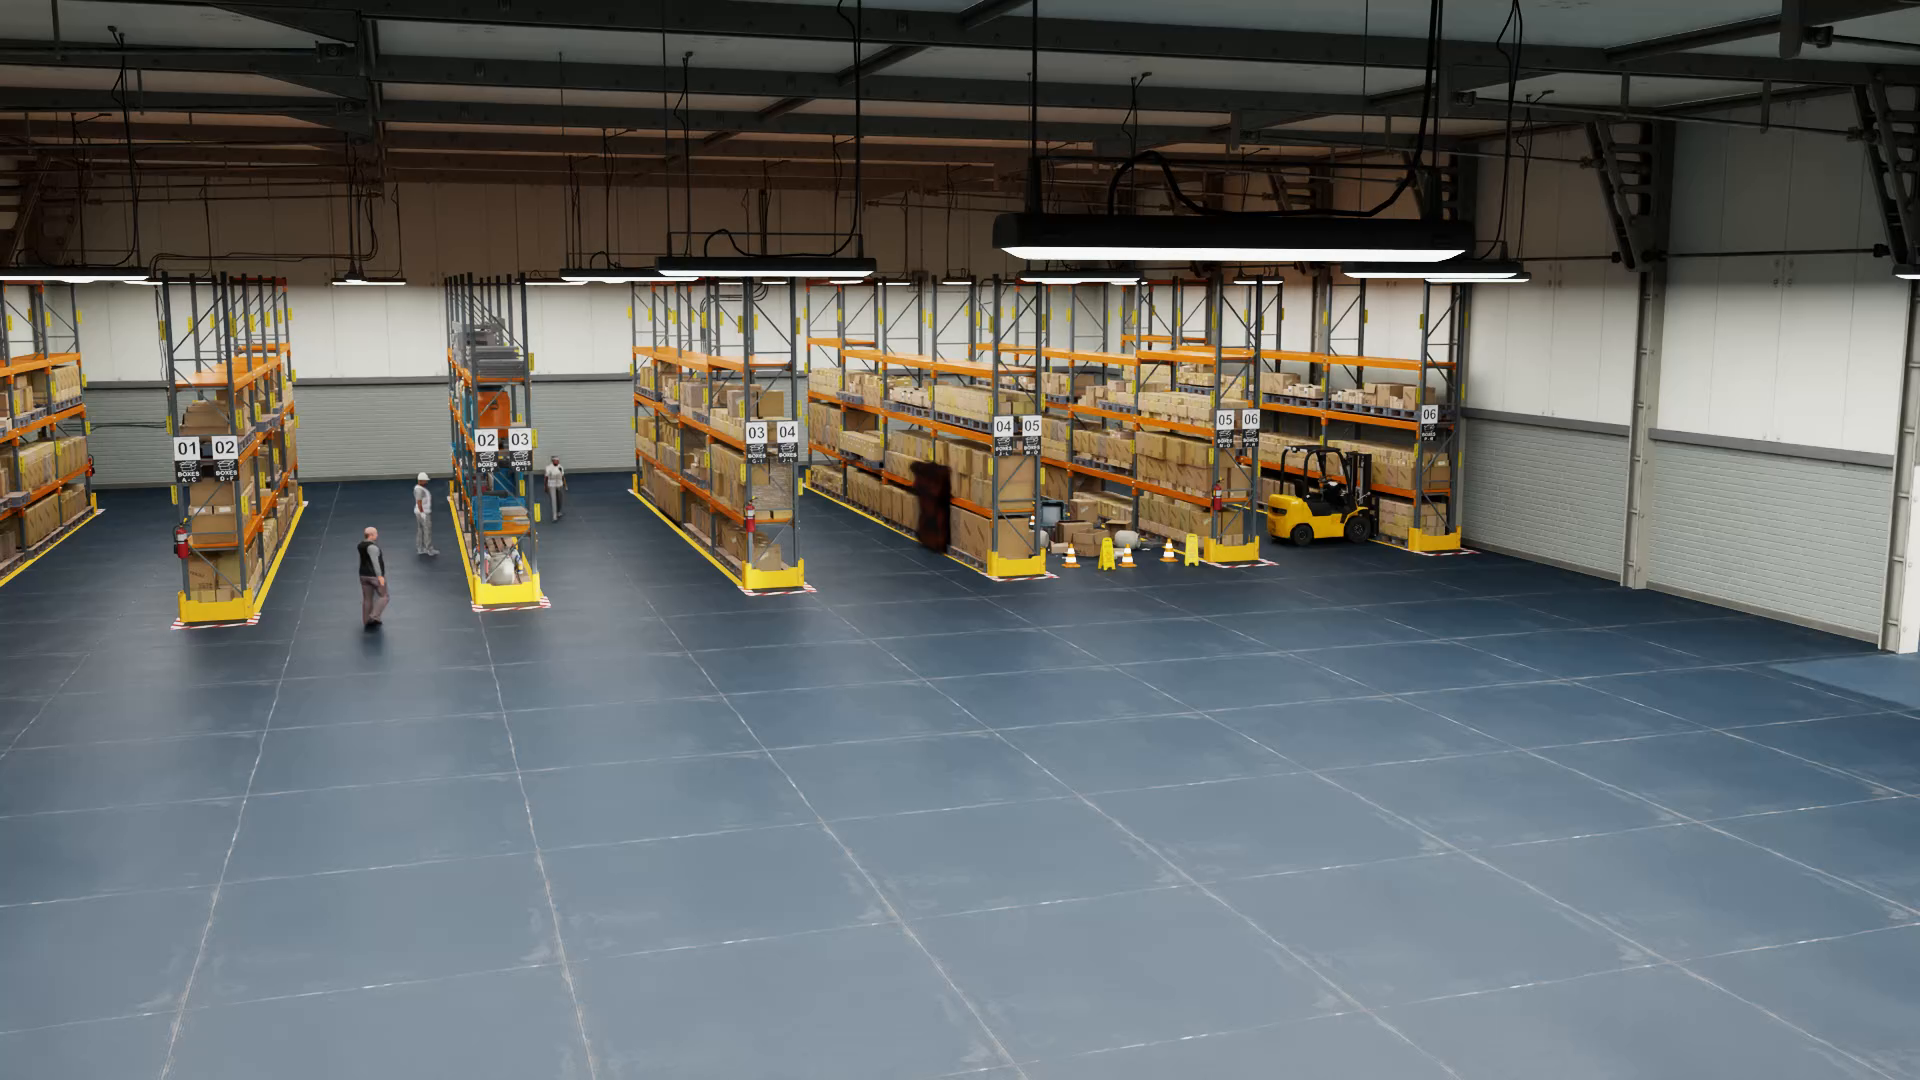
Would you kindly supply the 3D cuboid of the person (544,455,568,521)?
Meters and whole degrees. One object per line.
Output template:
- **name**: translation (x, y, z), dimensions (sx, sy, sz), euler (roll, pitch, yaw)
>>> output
- **person**: translation (-10.064, -1.325, 41.434), dimensions (0.556, 1.617, 0.975), euler (-3, 9, -18)

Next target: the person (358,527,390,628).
- **person**: translation (-9.965, 0.633, 28.174), dimensions (0.553, 1.728, 0.425), euler (4, 9, 23)

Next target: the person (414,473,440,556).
- **person**: translation (-11.519, -0.567, 35.860), dimensions (0.477, 1.780, 0.630), euler (-4, 10, -27)
